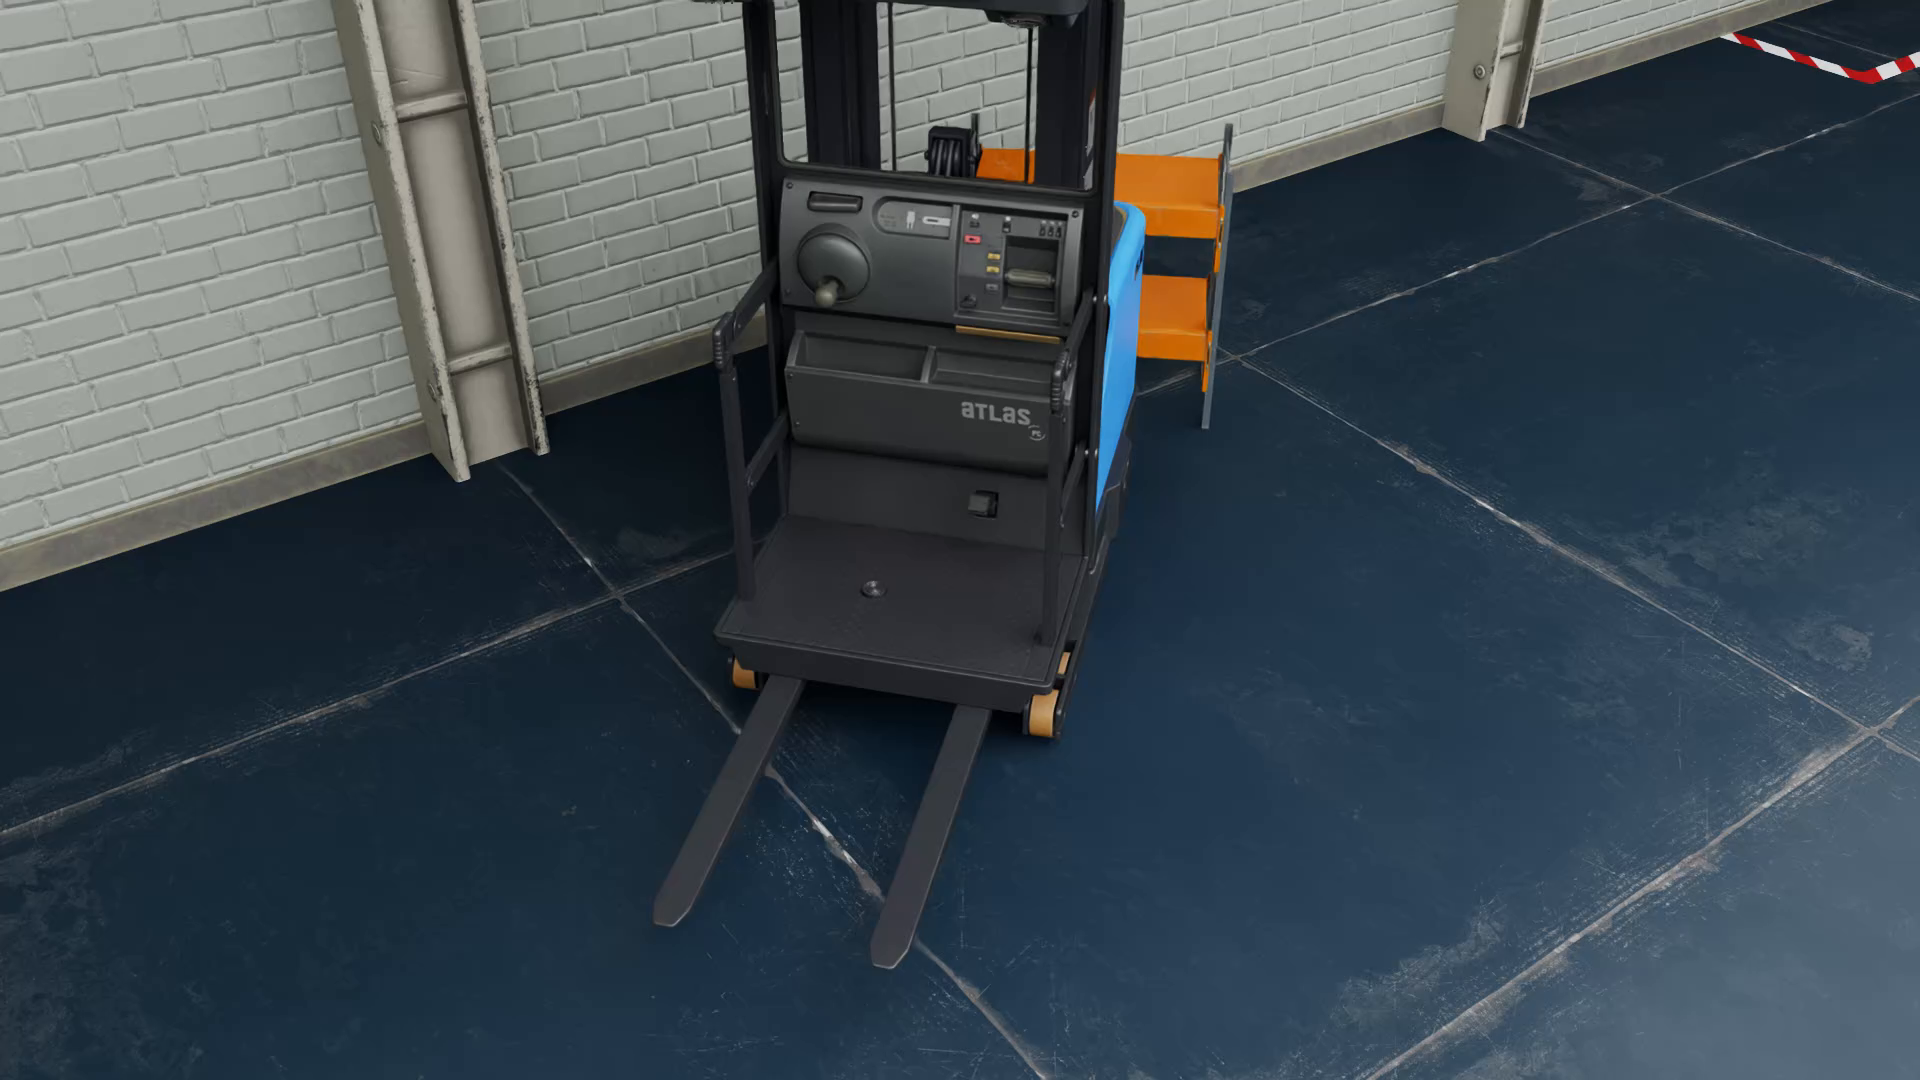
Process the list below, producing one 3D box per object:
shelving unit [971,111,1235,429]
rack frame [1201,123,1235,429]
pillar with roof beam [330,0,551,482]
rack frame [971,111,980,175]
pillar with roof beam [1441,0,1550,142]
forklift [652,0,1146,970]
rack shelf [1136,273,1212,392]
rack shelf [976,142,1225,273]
[{"bbox_3d":[0.540,-1.099,6.815,1.048,1.125,0.538,4,36,6],"label":"shelving unit"},{"bbox_3d":[1.045,-1.063,6.765,0.032,1.125,0.500,4,36,6],"label":"rack frame"},{"bbox_3d":[0.569,-1.964,1.274,0.400,9.000,9.100,-22,41,-28],"label":"pillar with roof beam"},{"bbox_3d":[0.036,-1.135,6.865,0.032,1.125,0.500,4,36,6],"label":"rack frame"},{"bbox_3d":[5.474,-3.983,4.080,0.400,9.000,9.100,-22,41,-28],"label":"pillar with roof beam"},{"bbox_3d":[-0.143,-0.799,4.850,1.130,2.935,3.031,8,36,11],"label":"forklift"},{"bbox_3d":[0.540,-0.901,6.957,1.000,0.278,0.538,4,36,6],"label":"rack shelf"},{"bbox_3d":[0.540,-1.337,6.644,1.000,0.278,0.538,4,36,6],"label":"rack shelf"}]
